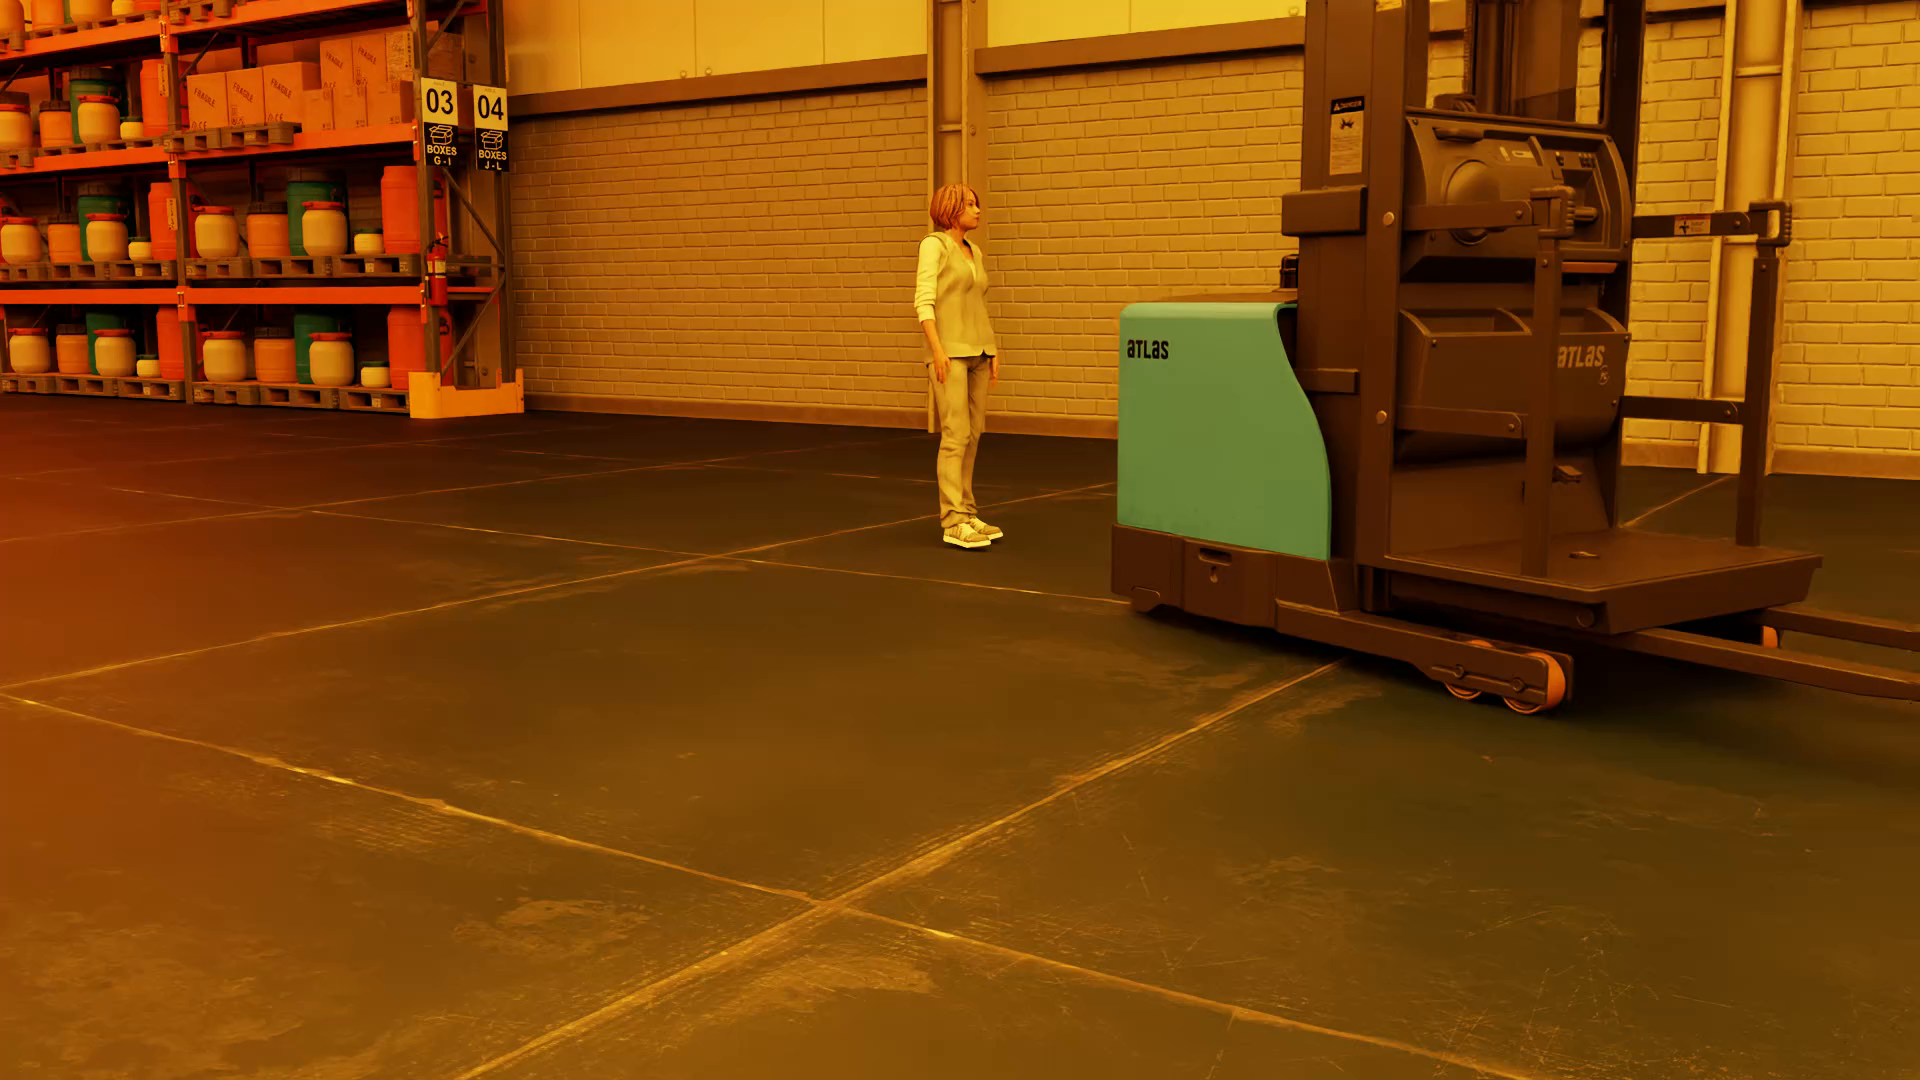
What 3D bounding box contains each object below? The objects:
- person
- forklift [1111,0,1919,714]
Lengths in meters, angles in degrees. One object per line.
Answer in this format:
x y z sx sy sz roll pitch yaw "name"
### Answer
0.054 -0.790 7.438 0.473 1.599 0.521 5 10 34 "person"
1.769 -1.068 4.705 1.130 2.935 3.031 -5 10 -34 "forklift"
